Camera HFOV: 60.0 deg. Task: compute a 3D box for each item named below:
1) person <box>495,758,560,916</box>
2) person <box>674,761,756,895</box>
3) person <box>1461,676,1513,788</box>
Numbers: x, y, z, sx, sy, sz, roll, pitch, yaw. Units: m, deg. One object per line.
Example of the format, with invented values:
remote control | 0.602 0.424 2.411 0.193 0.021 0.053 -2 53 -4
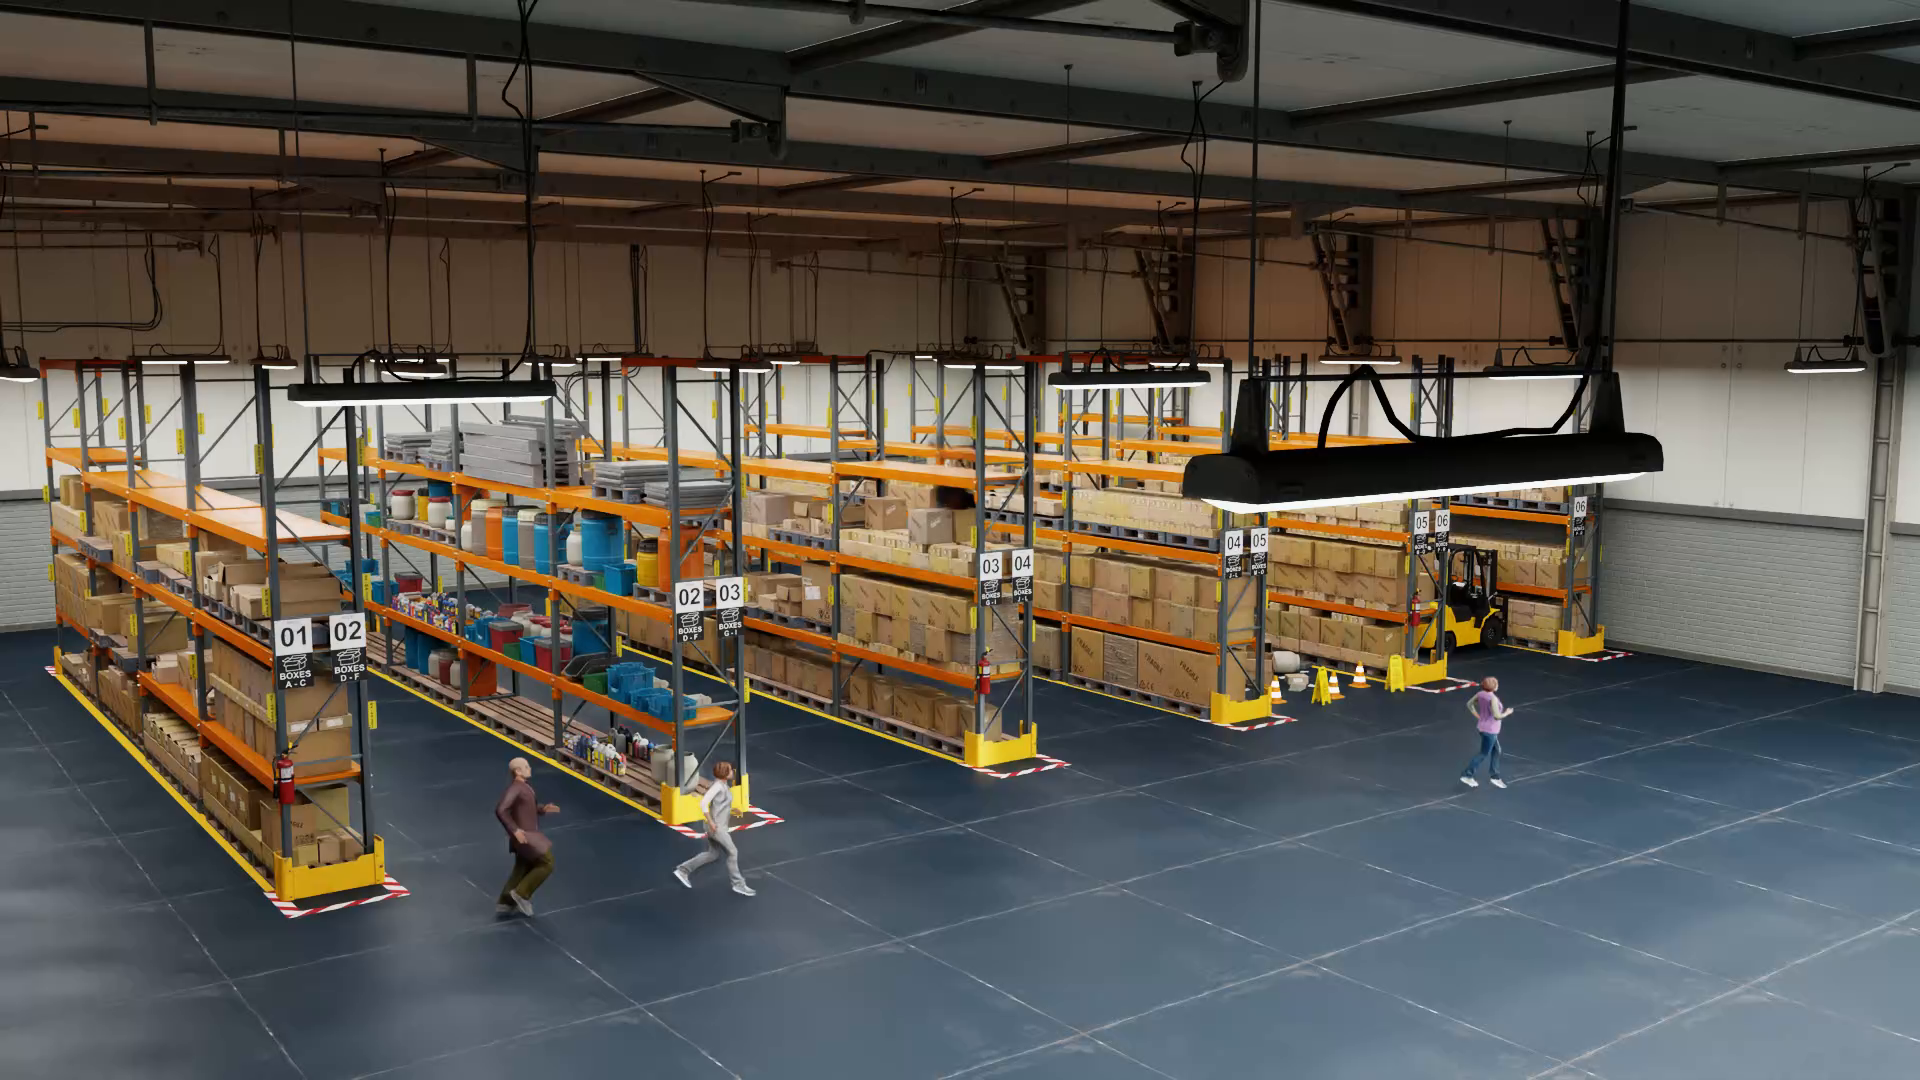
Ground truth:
person | -4.765 3.261 18.313 0.720 1.760 0.687 -2 7 -15
person | -2.793 3.284 18.881 0.920 1.592 0.558 -1 7 -7
person | 7.407 2.723 23.396 0.719 1.635 0.524 0 7 -4
